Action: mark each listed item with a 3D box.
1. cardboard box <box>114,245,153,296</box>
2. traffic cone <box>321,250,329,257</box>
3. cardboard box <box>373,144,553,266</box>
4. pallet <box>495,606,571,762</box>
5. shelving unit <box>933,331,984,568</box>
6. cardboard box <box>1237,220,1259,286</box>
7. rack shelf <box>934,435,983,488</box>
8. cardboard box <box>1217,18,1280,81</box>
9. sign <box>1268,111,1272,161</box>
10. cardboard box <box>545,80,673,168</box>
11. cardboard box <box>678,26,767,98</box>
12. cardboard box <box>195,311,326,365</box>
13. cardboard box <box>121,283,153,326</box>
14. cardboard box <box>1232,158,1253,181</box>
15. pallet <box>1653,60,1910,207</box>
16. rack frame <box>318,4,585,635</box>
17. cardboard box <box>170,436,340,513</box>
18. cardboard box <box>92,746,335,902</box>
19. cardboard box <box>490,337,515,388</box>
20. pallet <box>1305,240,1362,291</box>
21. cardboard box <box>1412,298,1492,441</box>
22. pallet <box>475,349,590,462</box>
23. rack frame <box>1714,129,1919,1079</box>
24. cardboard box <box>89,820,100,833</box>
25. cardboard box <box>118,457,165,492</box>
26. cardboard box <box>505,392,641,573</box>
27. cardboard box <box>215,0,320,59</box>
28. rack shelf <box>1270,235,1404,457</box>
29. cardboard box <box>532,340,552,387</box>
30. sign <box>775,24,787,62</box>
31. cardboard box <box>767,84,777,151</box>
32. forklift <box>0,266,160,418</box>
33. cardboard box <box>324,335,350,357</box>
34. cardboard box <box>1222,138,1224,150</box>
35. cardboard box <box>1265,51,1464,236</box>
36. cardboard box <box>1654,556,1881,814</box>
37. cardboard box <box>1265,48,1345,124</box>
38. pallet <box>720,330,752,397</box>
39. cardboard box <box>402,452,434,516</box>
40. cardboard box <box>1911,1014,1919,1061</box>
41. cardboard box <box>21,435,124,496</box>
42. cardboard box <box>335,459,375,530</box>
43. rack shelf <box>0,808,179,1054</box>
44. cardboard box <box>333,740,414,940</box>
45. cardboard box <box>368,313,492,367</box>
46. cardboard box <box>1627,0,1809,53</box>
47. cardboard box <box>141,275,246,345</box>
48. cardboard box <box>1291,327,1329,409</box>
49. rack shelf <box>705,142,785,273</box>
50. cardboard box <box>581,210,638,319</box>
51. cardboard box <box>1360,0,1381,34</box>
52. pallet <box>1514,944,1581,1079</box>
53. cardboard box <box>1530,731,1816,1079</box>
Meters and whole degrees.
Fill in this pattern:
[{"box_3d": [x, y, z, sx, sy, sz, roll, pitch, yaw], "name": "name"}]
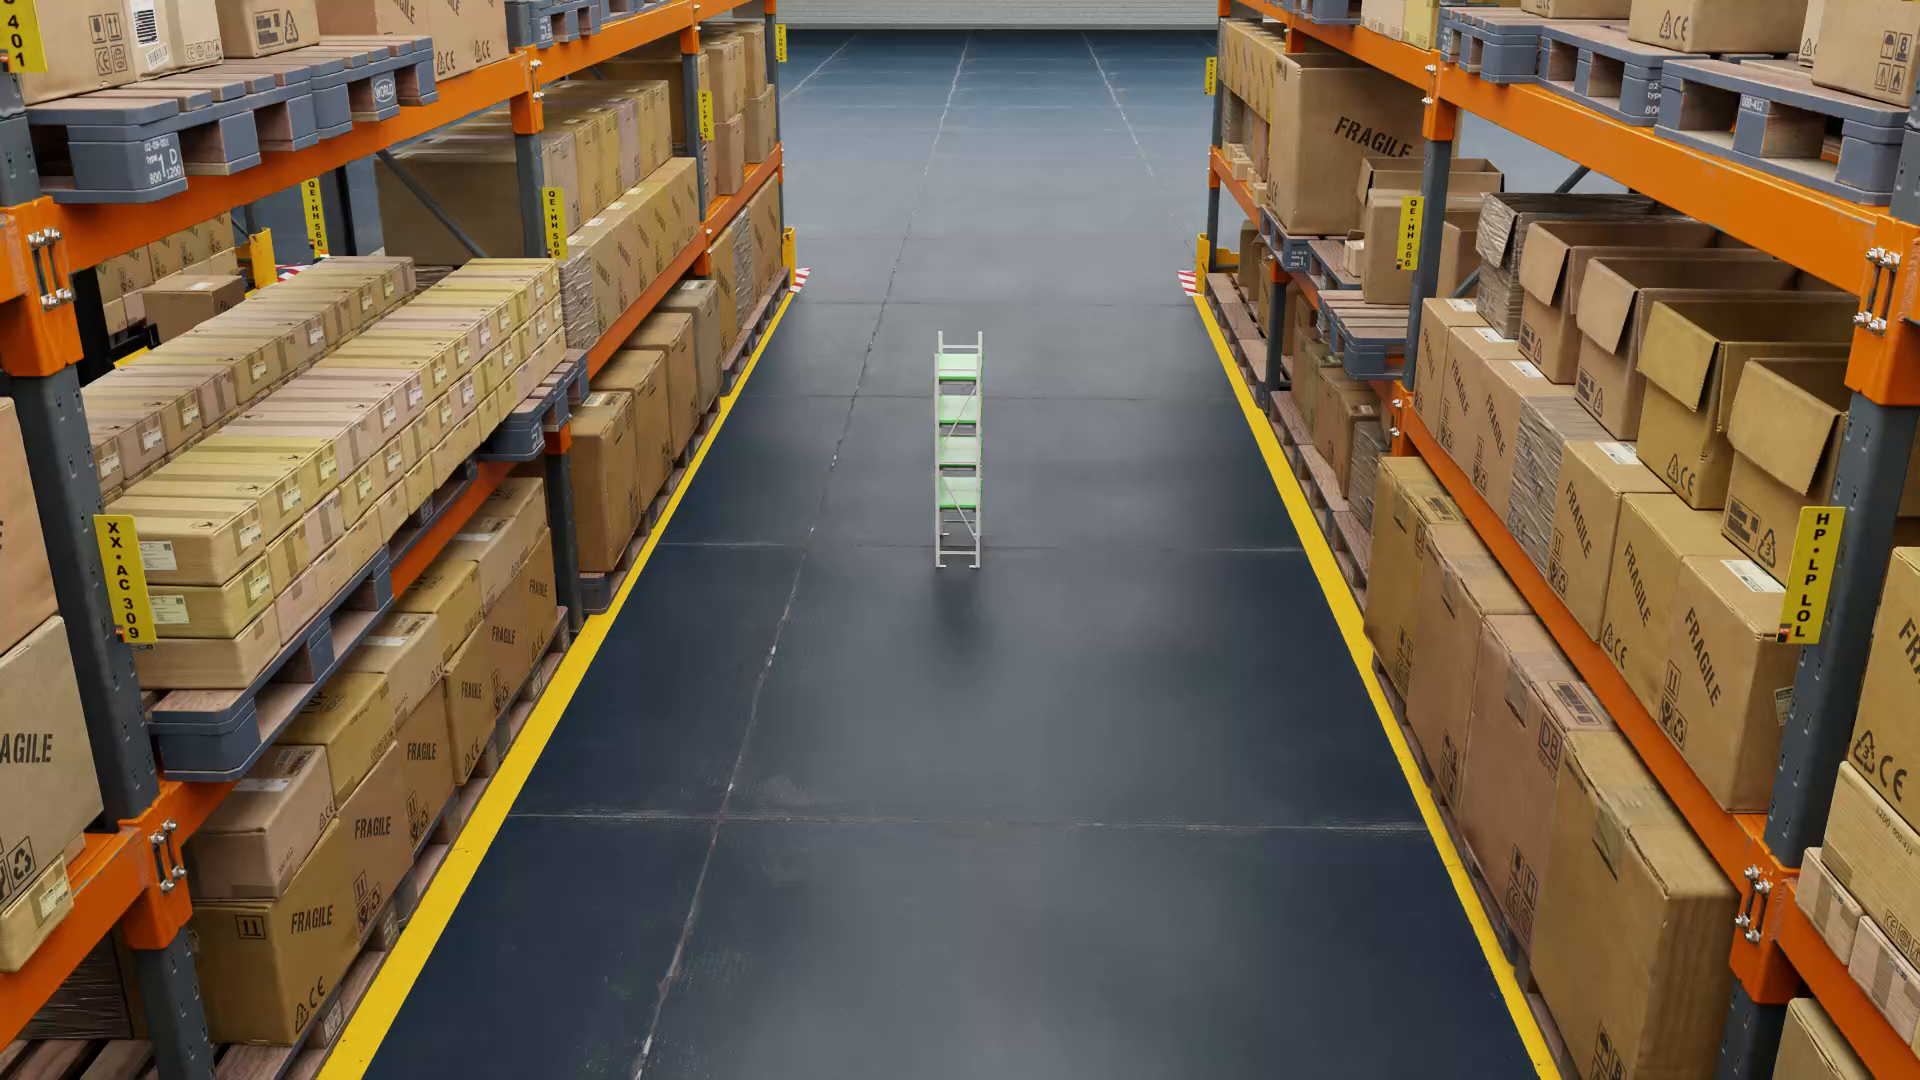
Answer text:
[{"box_3d": [-6.923, -2.271, 13.419, 0.500, 0.500, 0.500, 2, 21, 4], "name": "cardboard box"}, {"box_3d": [-5.834, -2.510, 15.358, 0.336, 0.463, 0.334, 1, 21, 2], "name": "traffic cone"}, {"box_3d": [-2.380, -1.627, 8.054, 0.700, 0.500, 0.500, 1, 21, 1], "name": "cardboard box"}, {"box_3d": [-2.428, 0.631, 7.611, 1.003, 0.211, 1.213, 1, 21, 2], "name": "pallet"}, {"box_3d": [-0.005, -0.500, 9.158, 0.258, 1.200, 0.503, 1, 21, 2], "name": "shelving unit"}, {"box_3d": [2.759, -2.558, 14.850, 0.500, 0.500, 0.500, 5, 22, 12], "name": "cardboard box"}, {"box_3d": [-0.005, -0.440, 9.181, 0.258, 0.148, 0.480, 1, 21, 2], "name": "rack shelf"}, {"box_3d": [2.506, -4.209, 14.298, 0.500, 0.500, 0.500, 1, 21, 2], "name": "cardboard box"}, {"box_3d": [2.130, -2.714, 11.179, 0.100, 0.325, 0.005, 1, 21, 2], "name": "sign"}, {"box_3d": [-2.291, -2.731, 10.901, 0.700, 0.500, 0.500, 0, 21, 1], "name": "cardboard box"}, {"box_3d": [-2.134, -4.084, 14.208, 0.875, 0.550, 0.550, 1, 21, 2], "name": "cardboard box"}, {"box_3d": [-2.643, -0.763, 6.294, 0.380, 0.149, 0.250, 2, 21, 4], "name": "cardboard box"}, {"box_3d": [-6.926, -1.925, 13.565, 0.500, 0.250, 0.500, 0, 21, 1], "name": "cardboard box"}, {"box_3d": [2.405, -2.994, 13.447, 0.380, 0.149, 0.250, 1, 21, 2], "name": "cardboard box"}, {"box_3d": [2.408, -1.056, 4.221, 0.805, 0.209, 1.217, 0, 21, -1], "name": "pallet"}, {"box_3d": [-2.403, -0.952, 7.835, 1.000, 3.000, 0.127, 1, 21, 2], "name": "rack frame"}, {"box_3d": [-2.040, -0.192, 4.822, 0.380, 0.149, 0.250, 1, 21, 2], "name": "cardboard box"}, {"box_3d": [-2.238, 0.850, 5.029, 0.500, 0.250, 0.500, 0, 21, -1], "name": "cardboard box"}, {"box_3d": [-1.983, -0.703, 6.550, 0.380, 0.149, 0.250, 1, 21, 2], "name": "cardboard box"}, {"box_3d": [2.571, -1.487, 9.481, 1.003, 0.211, 1.213, 1, 21, 2], "name": "pallet"}, {"box_3d": [2.265, -0.735, 7.137, 0.500, 0.500, 0.500, 1, 21, 3], "name": "cardboard box"}, {"box_3d": [-2.318, -0.603, 7.203, 1.213, 0.211, 1.003, 1, 21, 2], "name": "pallet"}, {"box_3d": [2.430, 0.586, 3.873, 1.000, 3.000, 0.127, 1, 21, 2], "name": "rack frame"}, {"box_3d": [-2.755, 0.842, 5.050, 0.500, 0.250, 0.500, 0, 21, 0], "name": "cardboard box"}, {"box_3d": [-2.689, -0.153, 5.131, 0.380, 0.149, 0.250, 0, 21, 0], "name": "cardboard box"}, {"box_3d": [-2.295, -0.318, 8.731, 1.050, 0.750, 0.750, 0, 21, 1], "name": "cardboard box"}, {"box_3d": [-2.347, -1.705, 4.906, 0.797, 0.503, 0.637, 0, 21, 1], "name": "cardboard box"}, {"box_3d": [2.612, -1.248, 9.594, 1.077, 0.370, 4.000, 1, 21, 2], "name": "rack shelf"}, {"box_3d": [-1.968, -0.757, 7.101, 0.380, 0.149, 0.250, 1, 21, 1], "name": "cardboard box"}, {"box_3d": [-1.618, -4.484, 15.009, 0.100, 0.325, 0.005, 1, 21, 2], "name": "sign"}, {"box_3d": [-2.126, -3.780, 14.916, 0.875, 0.550, 0.550, 1, 21, 2], "name": "cardboard box"}, {"box_3d": [-4.726, -1.128, 8.383, 1.130, 2.935, 3.031, 1, 21, 2], "name": "forklift"}, {"box_3d": [-2.637, -0.711, 6.569, 0.380, 0.149, 0.250, 1, 21, 2], "name": "cardboard box"}, {"box_3d": [2.548, -3.536, 14.842, 0.380, 0.149, 0.250, 1, 21, 2], "name": "cardboard box"}, {"box_3d": [2.509, -2.497, 10.407, 1.000, 1.000, 1.000, 1, 21, 2], "name": "cardboard box"}, {"box_3d": [2.171, 0.367, 4.298, 0.500, 0.500, 0.500, 1, 21, 2], "name": "cardboard box"}, {"box_3d": [2.412, -3.124, 11.502, 0.500, 0.500, 0.500, 1, 21, 2], "name": "cardboard box"}, {"box_3d": [-2.180, -1.372, 12.773, 1.003, 0.211, 1.213, 1, 21, 2], "name": "pallet"}, {"box_3d": [-2.019, -0.194, 5.648, 0.380, 0.149, 0.250, 0, 21, 1], "name": "cardboard box"}, {"box_3d": [2.073, 0.996, 3.162, 0.380, 0.149, 0.250, 1, 21, 3], "name": "cardboard box"}, {"box_3d": [-2.691, -0.199, 4.840, 0.380, 0.149, 0.250, 0, 21, 0], "name": "cardboard box"}, {"box_3d": [-2.033, -0.141, 5.102, 0.380, 0.149, 0.250, 0, 21, -1], "name": "cardboard box"}, {"box_3d": [-2.586, 1.553, 2.374, 1.077, 0.370, 4.000, 1, 21, 2], "name": "rack shelf"}, {"box_3d": [-2.223, 1.009, 5.658, 0.500, 0.500, 0.500, 2, 21, 4], "name": "cardboard box"}, {"box_3d": [-1.995, -0.756, 6.276, 0.380, 0.149, 0.250, 1, 21, 2], "name": "cardboard box"}, {"box_3d": [2.511, -1.764, 5.059, 0.797, 0.503, 0.637, 0, 21, 1], "name": "cardboard box"}, {"box_3d": [-5.452, -1.595, 11.901, 0.500, 0.500, 0.500, 1, 21, 2], "name": "cardboard box"}, {"box_3d": [2.633, -1.125, 11.129, 0.700, 0.500, 0.500, -1, 21, -3], "name": "cardboard box"}, {"box_3d": [-2.221, -2.786, 13.556, 1.077, 0.370, 4.000, 1, 21, 2], "name": "rack shelf"}, {"box_3d": [-2.091, -1.524, 9.172, 0.500, 0.500, 0.500, 1, 21, 2], "name": "cardboard box"}, {"box_3d": [2.340, -2.725, 8.465, 0.500, 0.250, 0.500, 1, 21, 3], "name": "cardboard box"}, {"box_3d": [2.378, 1.606, 5.099, 1.003, 0.211, 1.213, 1, 21, 2], "name": "pallet"}, {"box_3d": [2.429, 1.149, 4.778, 1.225, 0.875, 0.875, 1, 21, 2], "name": "cardboard box"}]
